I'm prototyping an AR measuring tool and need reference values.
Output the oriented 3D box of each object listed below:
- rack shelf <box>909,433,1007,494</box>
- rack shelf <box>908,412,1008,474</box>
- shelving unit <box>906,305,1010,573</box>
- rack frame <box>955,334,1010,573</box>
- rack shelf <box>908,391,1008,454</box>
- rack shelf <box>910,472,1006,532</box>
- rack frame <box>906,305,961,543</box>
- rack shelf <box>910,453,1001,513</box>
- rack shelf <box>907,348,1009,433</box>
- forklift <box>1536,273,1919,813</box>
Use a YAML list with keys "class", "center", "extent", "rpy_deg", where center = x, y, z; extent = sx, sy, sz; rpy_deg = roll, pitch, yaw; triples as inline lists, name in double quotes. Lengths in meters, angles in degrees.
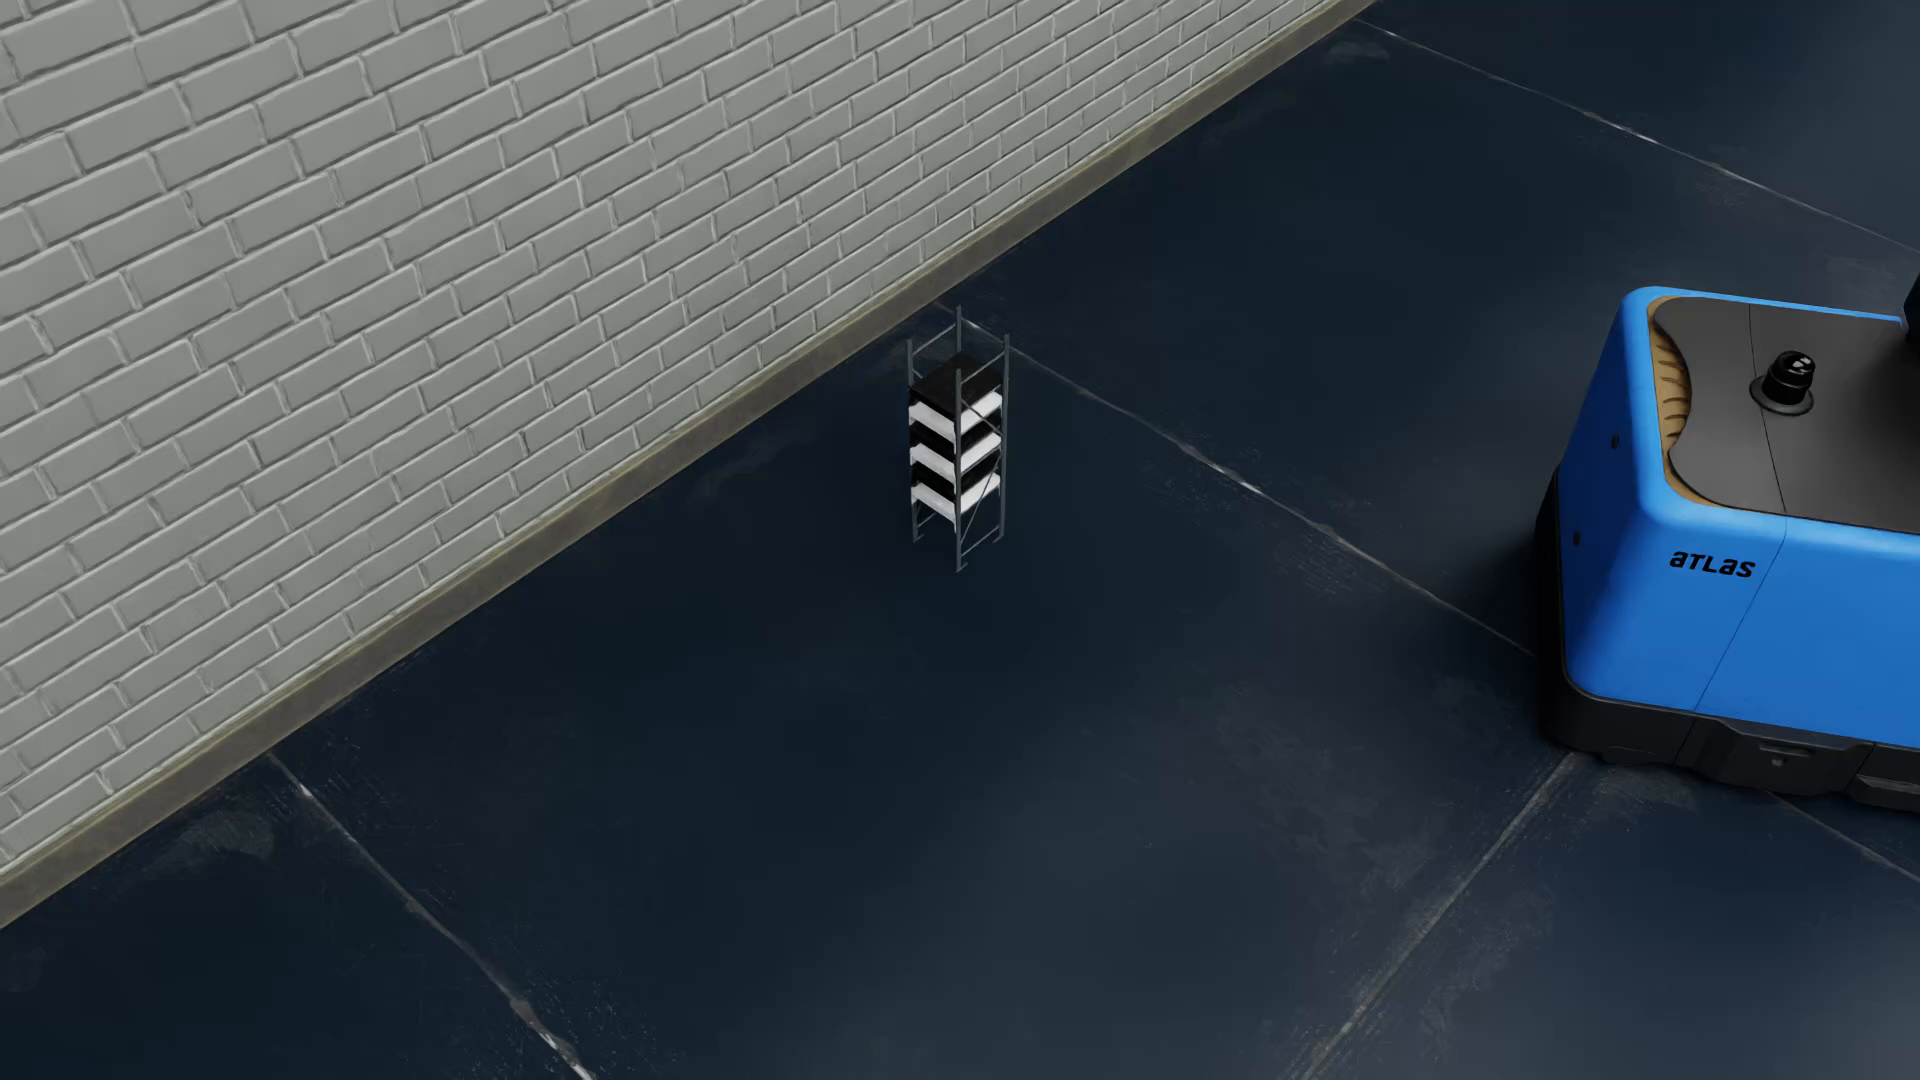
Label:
- class: "rack shelf"
  center: [-0.006, -0.289, 5.450]
  extent: [0.200, 0.077, 0.258]
  rpy_deg: [34, 55, 28]
- class: "rack shelf"
  center: [-0.006, -0.351, 5.384]
  extent: [0.200, 0.077, 0.258]
  rpy_deg: [34, 55, 28]
- class: "shelving unit"
  center: [-0.006, -0.312, 5.426]
  extent: [0.210, 0.900, 0.258]
  rpy_deg: [34, 55, 28]
- class: "rack frame"
  center: [0.069, -0.262, 5.379]
  extent: [0.006, 0.900, 0.240]
  rpy_deg: [34, 55, 28]
- class: "rack shelf"
  center: [-0.006, -0.412, 5.319]
  extent: [0.200, 0.077, 0.258]
  rpy_deg: [34, 55, 28]
- class: "rack shelf"
  center: [-0.006, -0.166, 5.581]
  extent: [0.200, 0.077, 0.258]
  rpy_deg: [34, 55, 28]
- class: "rack frame"
  center: [-0.081, -0.362, 5.473]
  extent: [0.006, 0.900, 0.240]
  rpy_deg: [34, 55, 28]
- class: "rack shelf"
  center: [-0.006, -0.228, 5.516]
  extent: [0.200, 0.077, 0.258]
  rpy_deg: [34, 55, 28]
- class: "rack shelf"
  center: [-0.006, -0.474, 5.253]
  extent: [0.200, 0.077, 0.258]
  rpy_deg: [34, 55, 28]
- class: "forklift"
  center: [3.367, -0.477, 4.188]
  extent: [3.031, 2.935, 1.130]
  rpy_deg: [9, 47, 8]
